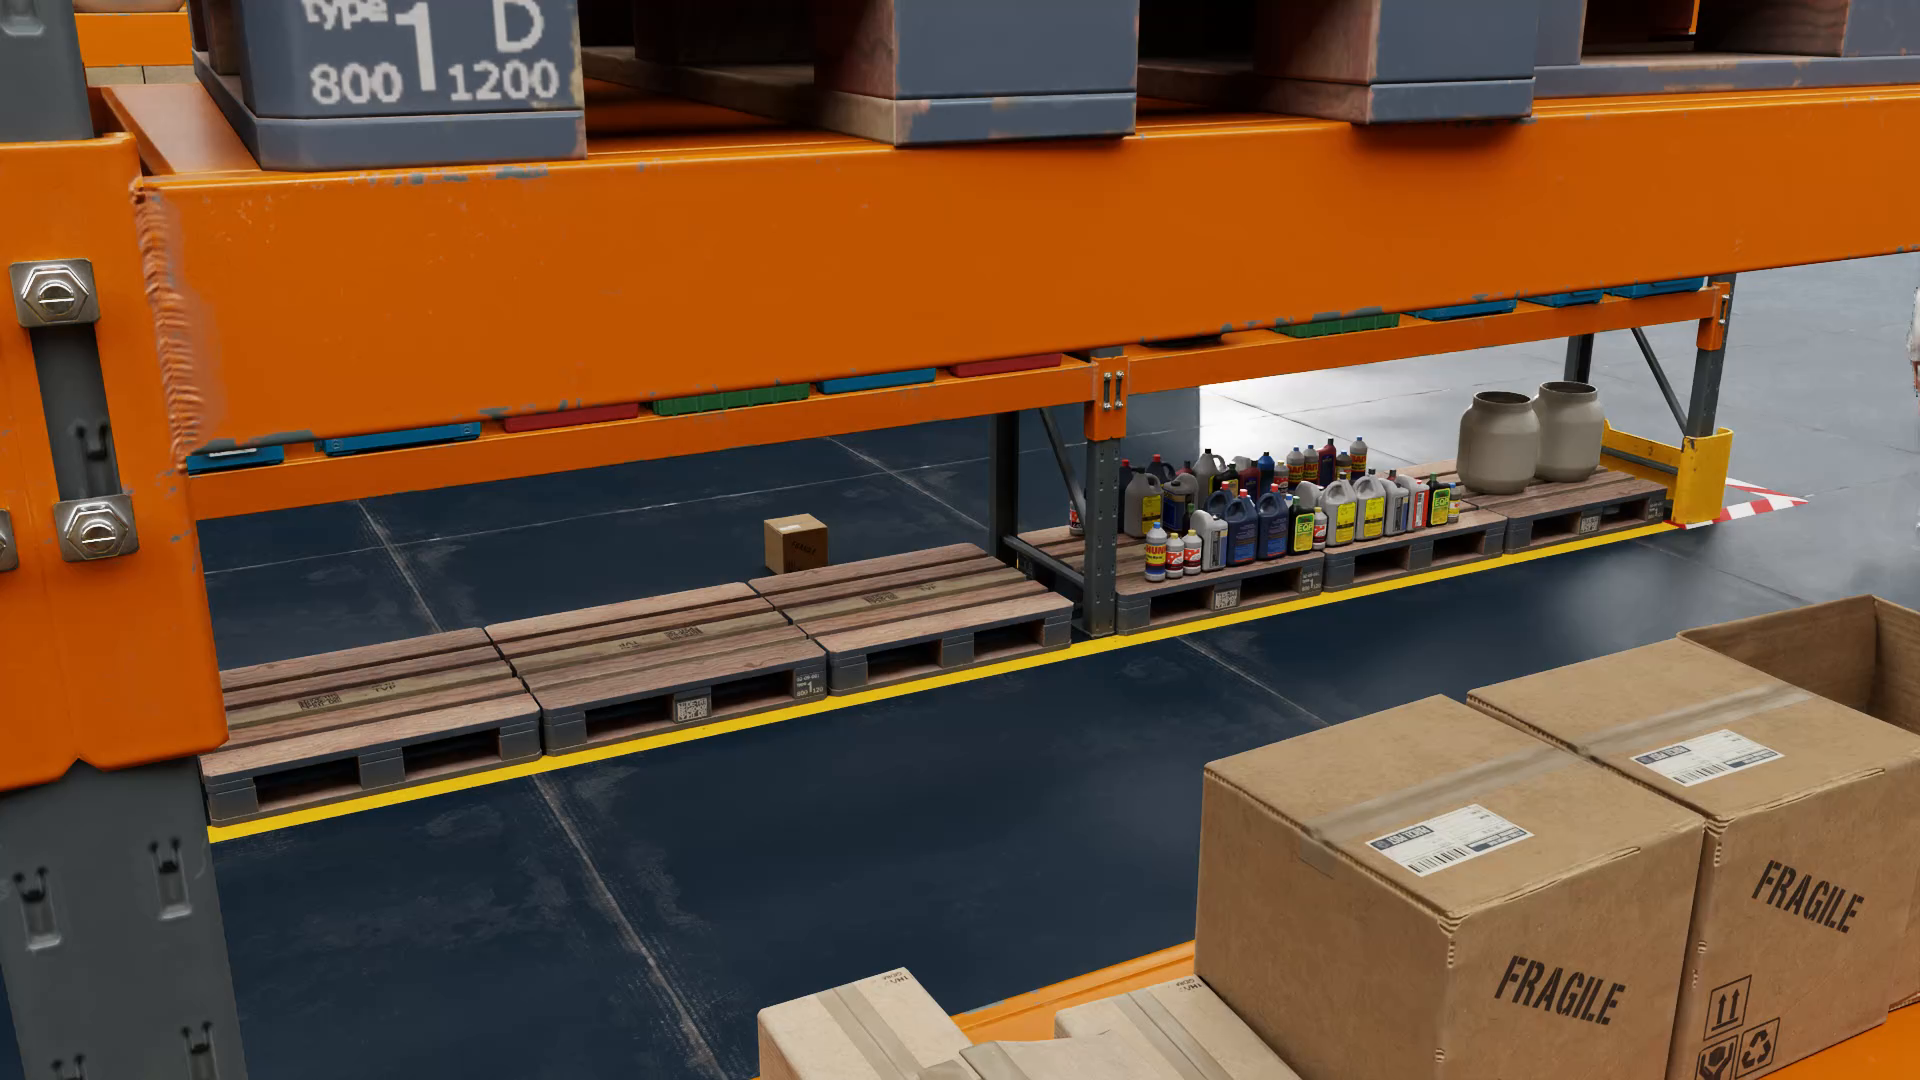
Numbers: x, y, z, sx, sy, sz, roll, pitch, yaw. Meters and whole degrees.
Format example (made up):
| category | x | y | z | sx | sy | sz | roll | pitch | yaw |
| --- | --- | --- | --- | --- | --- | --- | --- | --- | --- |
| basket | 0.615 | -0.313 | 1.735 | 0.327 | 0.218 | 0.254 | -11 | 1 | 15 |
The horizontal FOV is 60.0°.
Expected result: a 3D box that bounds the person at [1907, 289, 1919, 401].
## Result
| category | x | y | z | sx | sy | sz | roll | pitch | yaw |
| --- | --- | --- | --- | --- | --- | --- | --- | --- | --- |
| person | 5.429 | -0.876 | 9.134 | 0.479 | 1.580 | 0.622 | 7 | 20 | 19 |
